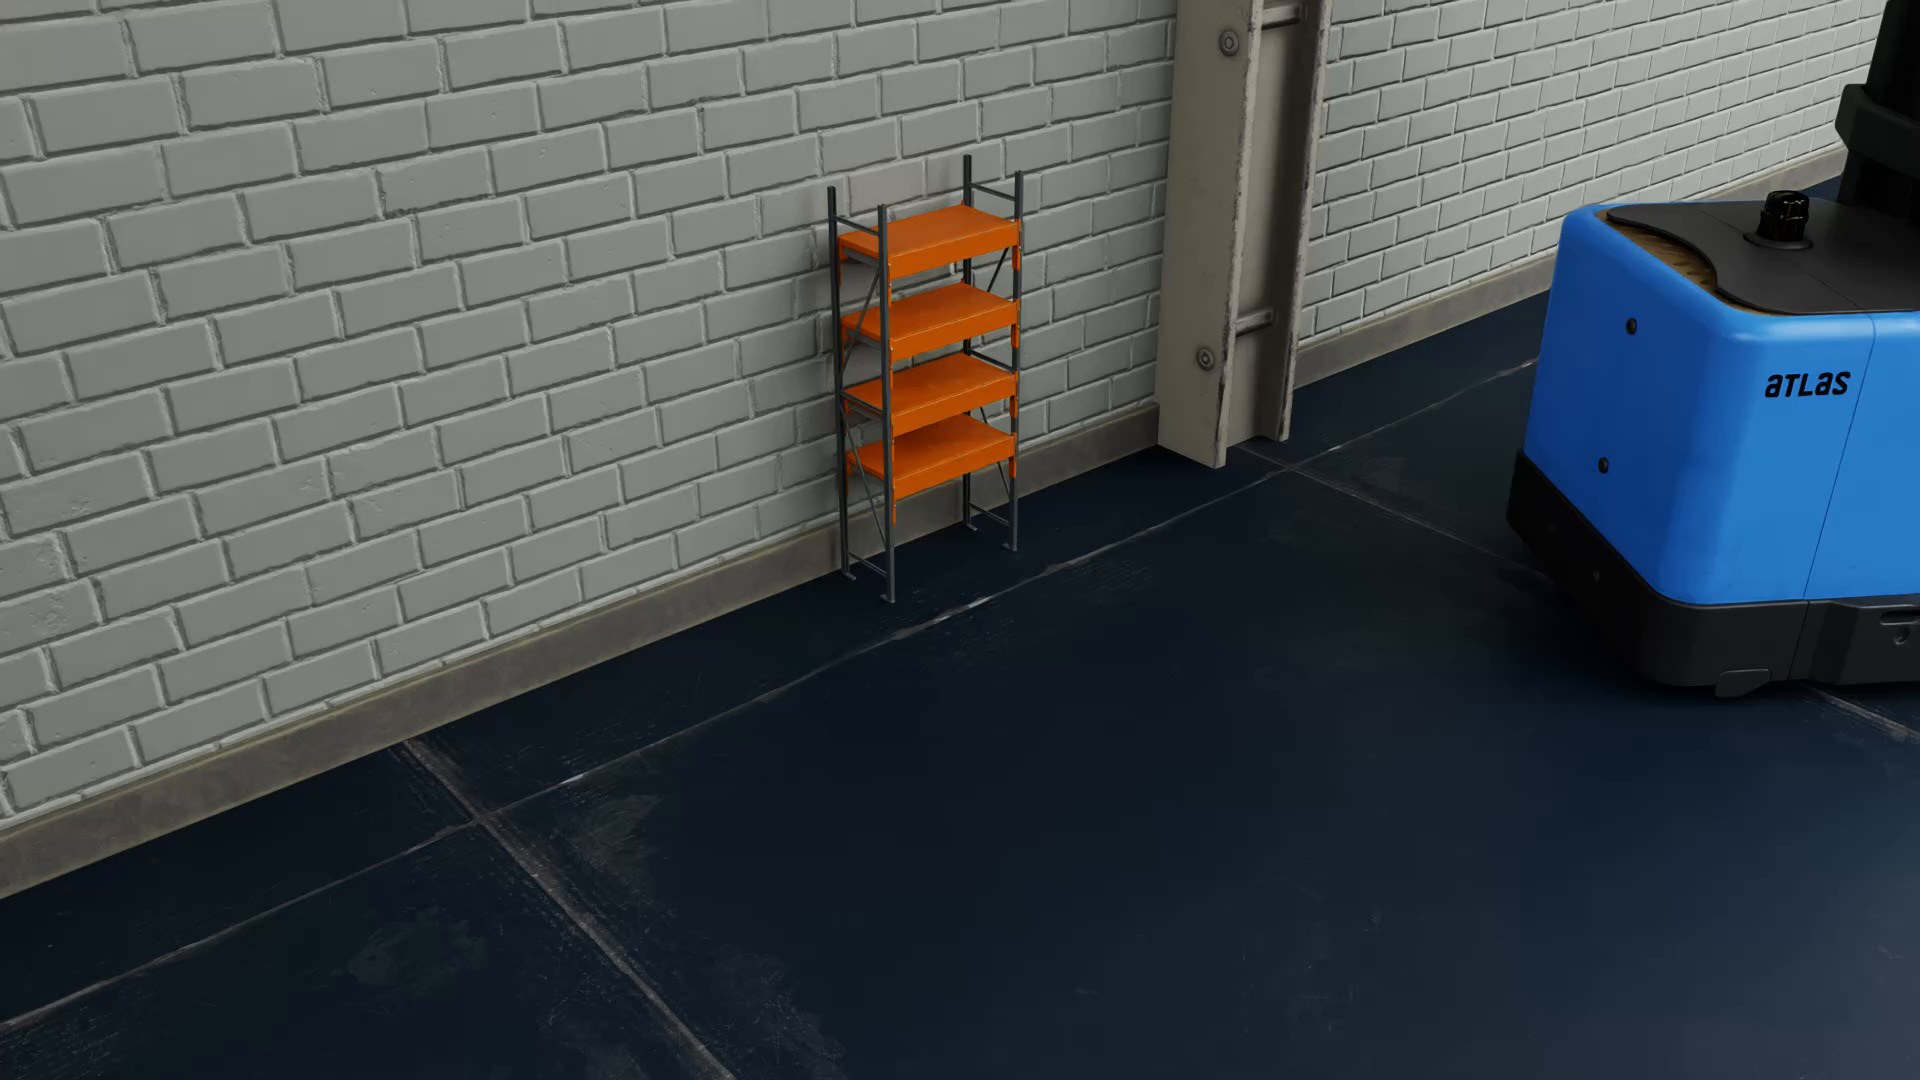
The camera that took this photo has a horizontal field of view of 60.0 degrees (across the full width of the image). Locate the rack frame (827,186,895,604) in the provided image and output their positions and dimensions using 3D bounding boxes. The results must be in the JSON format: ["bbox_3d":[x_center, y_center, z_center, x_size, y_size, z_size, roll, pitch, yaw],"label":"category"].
[{"bbox_3d":[-0.275,-0.385,4.697,0.015,1.200,0.240,-22,35,-35],"label":"rack frame"}]

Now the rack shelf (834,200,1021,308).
[{"bbox_3d":[-0.091,-0.807,4.653,0.480,0.148,0.258,-22,35,-35],"label":"rack shelf"}]

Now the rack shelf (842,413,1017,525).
[{"bbox_3d":[-0.091,-0.226,4.964,0.480,0.148,0.258,-22,35,-35],"label":"rack shelf"}]

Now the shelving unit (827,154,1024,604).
[{"bbox_3d":[-0.091,-0.460,4.838,0.503,1.200,0.258,-22,35,-35],"label":"shelving unit"}]

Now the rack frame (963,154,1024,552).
[{"bbox_3d":[0.093,-0.536,4.979,0.015,1.200,0.240,-22,35,-35],"label":"rack frame"}]

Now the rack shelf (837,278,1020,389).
[{"bbox_3d":[-0.091,-0.598,4.764,0.480,0.148,0.258,-22,35,-35],"label":"rack shelf"}]

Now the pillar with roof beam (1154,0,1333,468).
[{"bbox_3d":[3.721,-2.785,0.913,0.400,9.000,9.100,-22,35,-35],"label":"pillar with roof beam"}]

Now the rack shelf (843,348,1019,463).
[{"bbox_3d":[-0.091,-0.401,4.870,0.480,0.148,0.258,-22,35,-35],"label":"rack shelf"}]

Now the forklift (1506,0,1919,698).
[{"bbox_3d":[3.263,-1.159,4.309,3.031,2.935,1.130,-3,28,-5],"label":"forklift"}]
